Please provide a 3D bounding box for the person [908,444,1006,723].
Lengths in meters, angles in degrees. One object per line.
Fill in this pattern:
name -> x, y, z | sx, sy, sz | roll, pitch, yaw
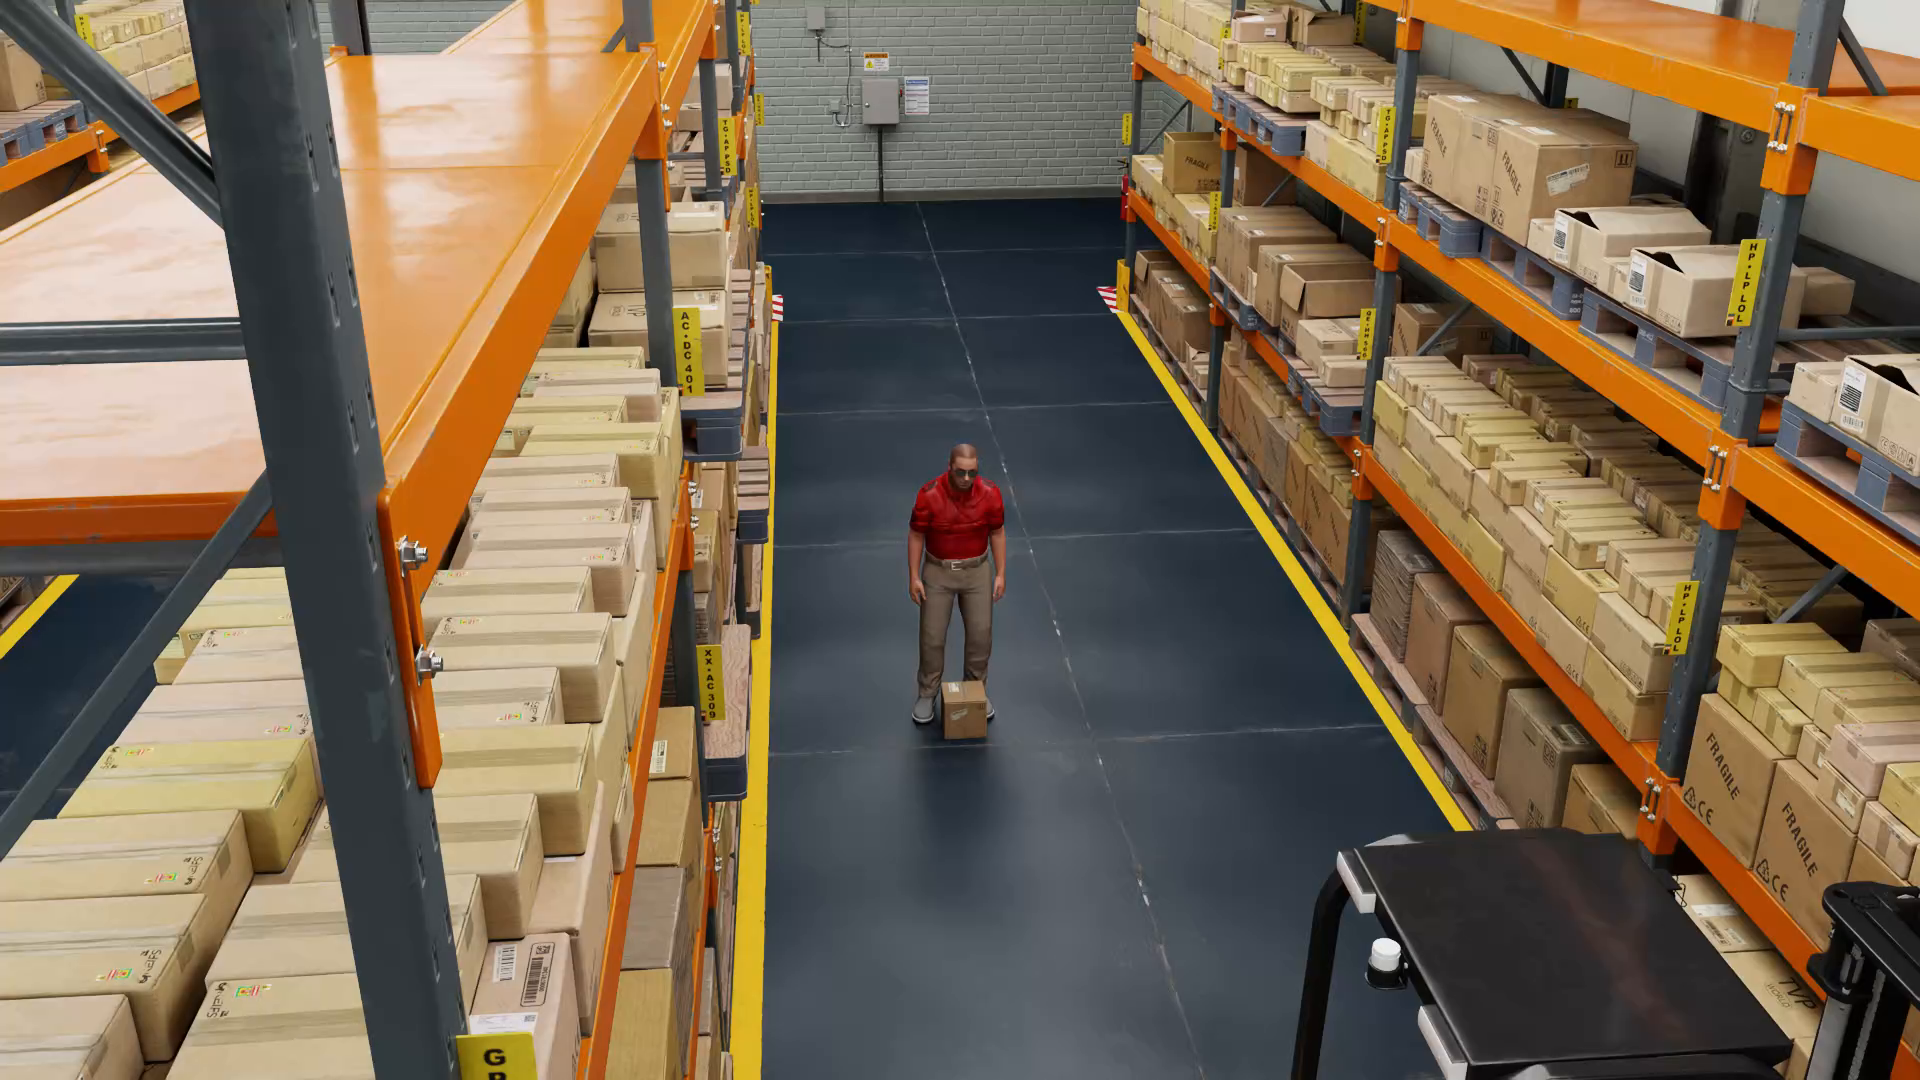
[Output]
person -> -0.014, 0.230, 9.816 | 0.589, 1.725, 0.392 | -3, 24, -8
